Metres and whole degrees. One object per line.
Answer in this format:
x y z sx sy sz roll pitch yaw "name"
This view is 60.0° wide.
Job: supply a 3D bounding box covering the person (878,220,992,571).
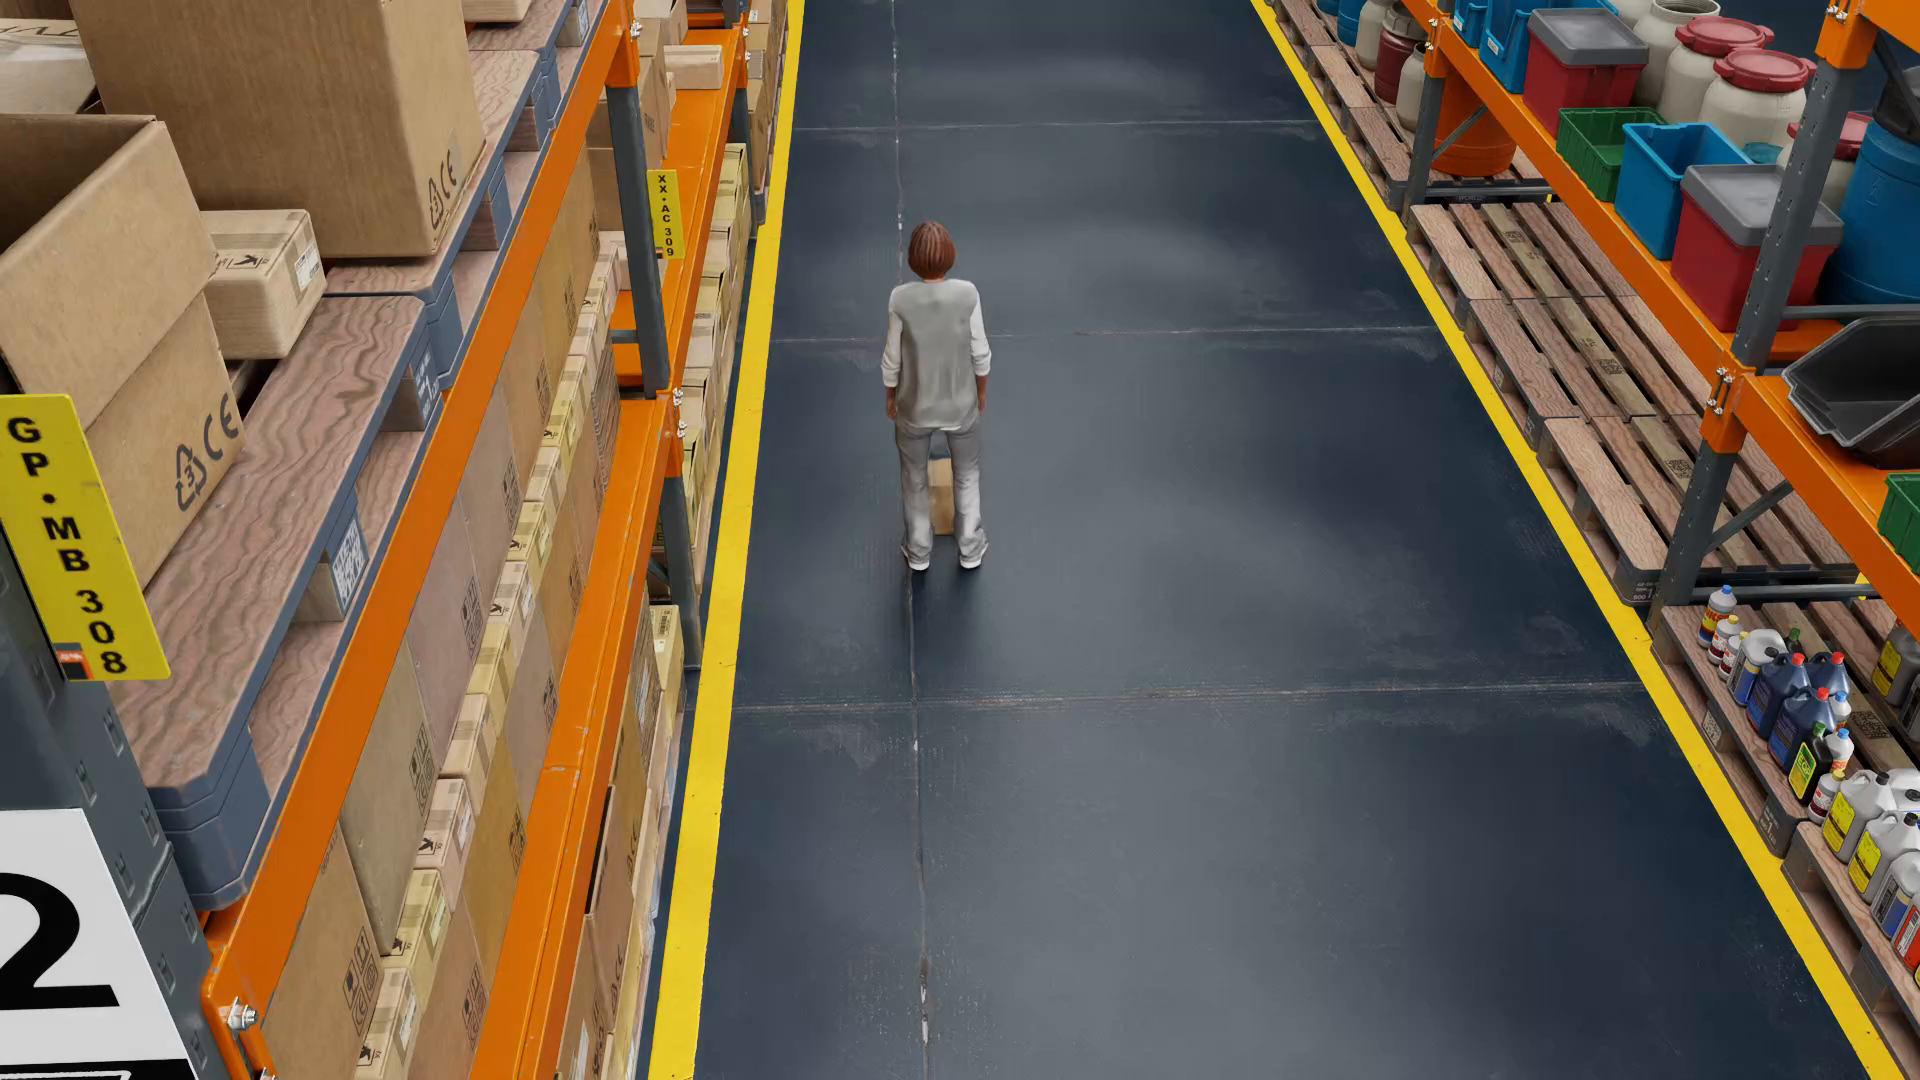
-0.094 -0.563 6.938 0.483 1.594 0.341 -3 36 -4 "person"
